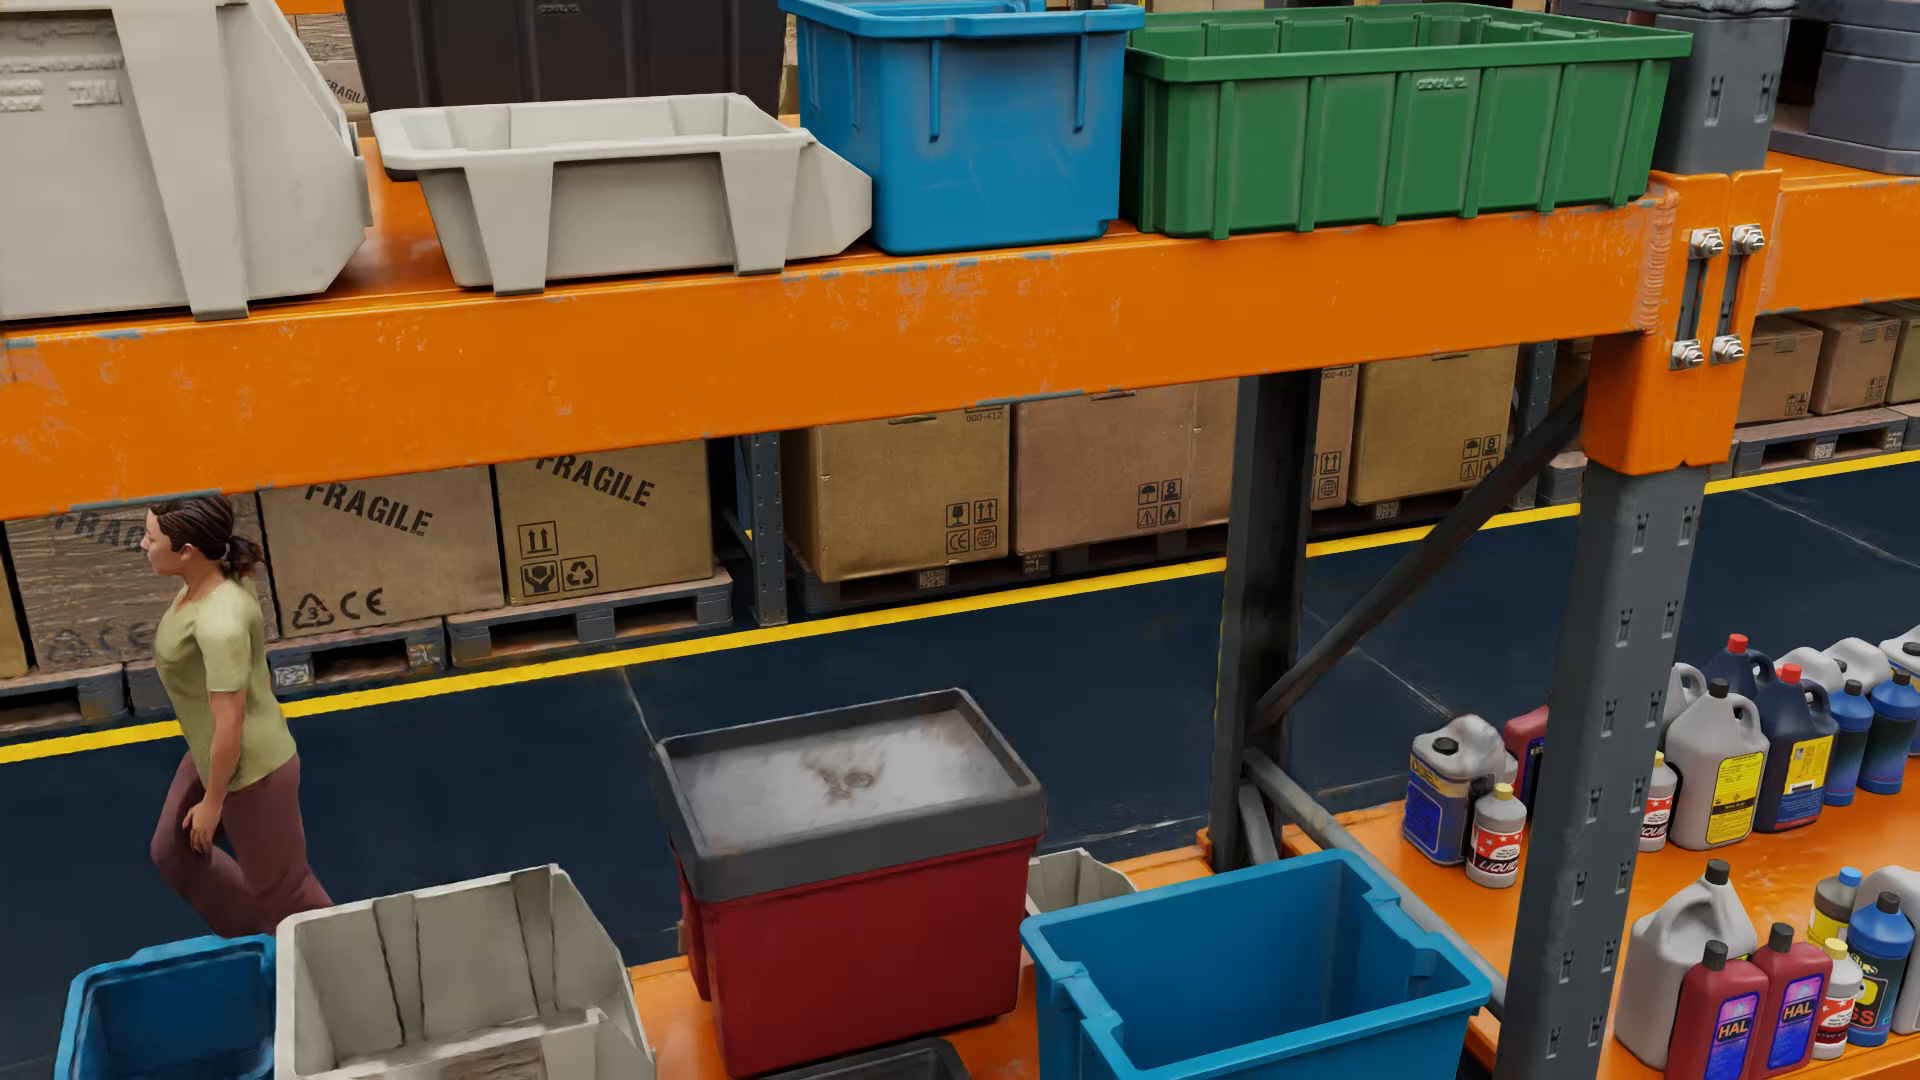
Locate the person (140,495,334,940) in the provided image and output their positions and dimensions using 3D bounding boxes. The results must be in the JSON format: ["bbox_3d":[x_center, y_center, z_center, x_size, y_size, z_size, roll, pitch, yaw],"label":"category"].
[{"bbox_3d":[-1.982,0.649,4.542,0.479,1.714,0.463,-12,26,-27],"label":"person"}]
